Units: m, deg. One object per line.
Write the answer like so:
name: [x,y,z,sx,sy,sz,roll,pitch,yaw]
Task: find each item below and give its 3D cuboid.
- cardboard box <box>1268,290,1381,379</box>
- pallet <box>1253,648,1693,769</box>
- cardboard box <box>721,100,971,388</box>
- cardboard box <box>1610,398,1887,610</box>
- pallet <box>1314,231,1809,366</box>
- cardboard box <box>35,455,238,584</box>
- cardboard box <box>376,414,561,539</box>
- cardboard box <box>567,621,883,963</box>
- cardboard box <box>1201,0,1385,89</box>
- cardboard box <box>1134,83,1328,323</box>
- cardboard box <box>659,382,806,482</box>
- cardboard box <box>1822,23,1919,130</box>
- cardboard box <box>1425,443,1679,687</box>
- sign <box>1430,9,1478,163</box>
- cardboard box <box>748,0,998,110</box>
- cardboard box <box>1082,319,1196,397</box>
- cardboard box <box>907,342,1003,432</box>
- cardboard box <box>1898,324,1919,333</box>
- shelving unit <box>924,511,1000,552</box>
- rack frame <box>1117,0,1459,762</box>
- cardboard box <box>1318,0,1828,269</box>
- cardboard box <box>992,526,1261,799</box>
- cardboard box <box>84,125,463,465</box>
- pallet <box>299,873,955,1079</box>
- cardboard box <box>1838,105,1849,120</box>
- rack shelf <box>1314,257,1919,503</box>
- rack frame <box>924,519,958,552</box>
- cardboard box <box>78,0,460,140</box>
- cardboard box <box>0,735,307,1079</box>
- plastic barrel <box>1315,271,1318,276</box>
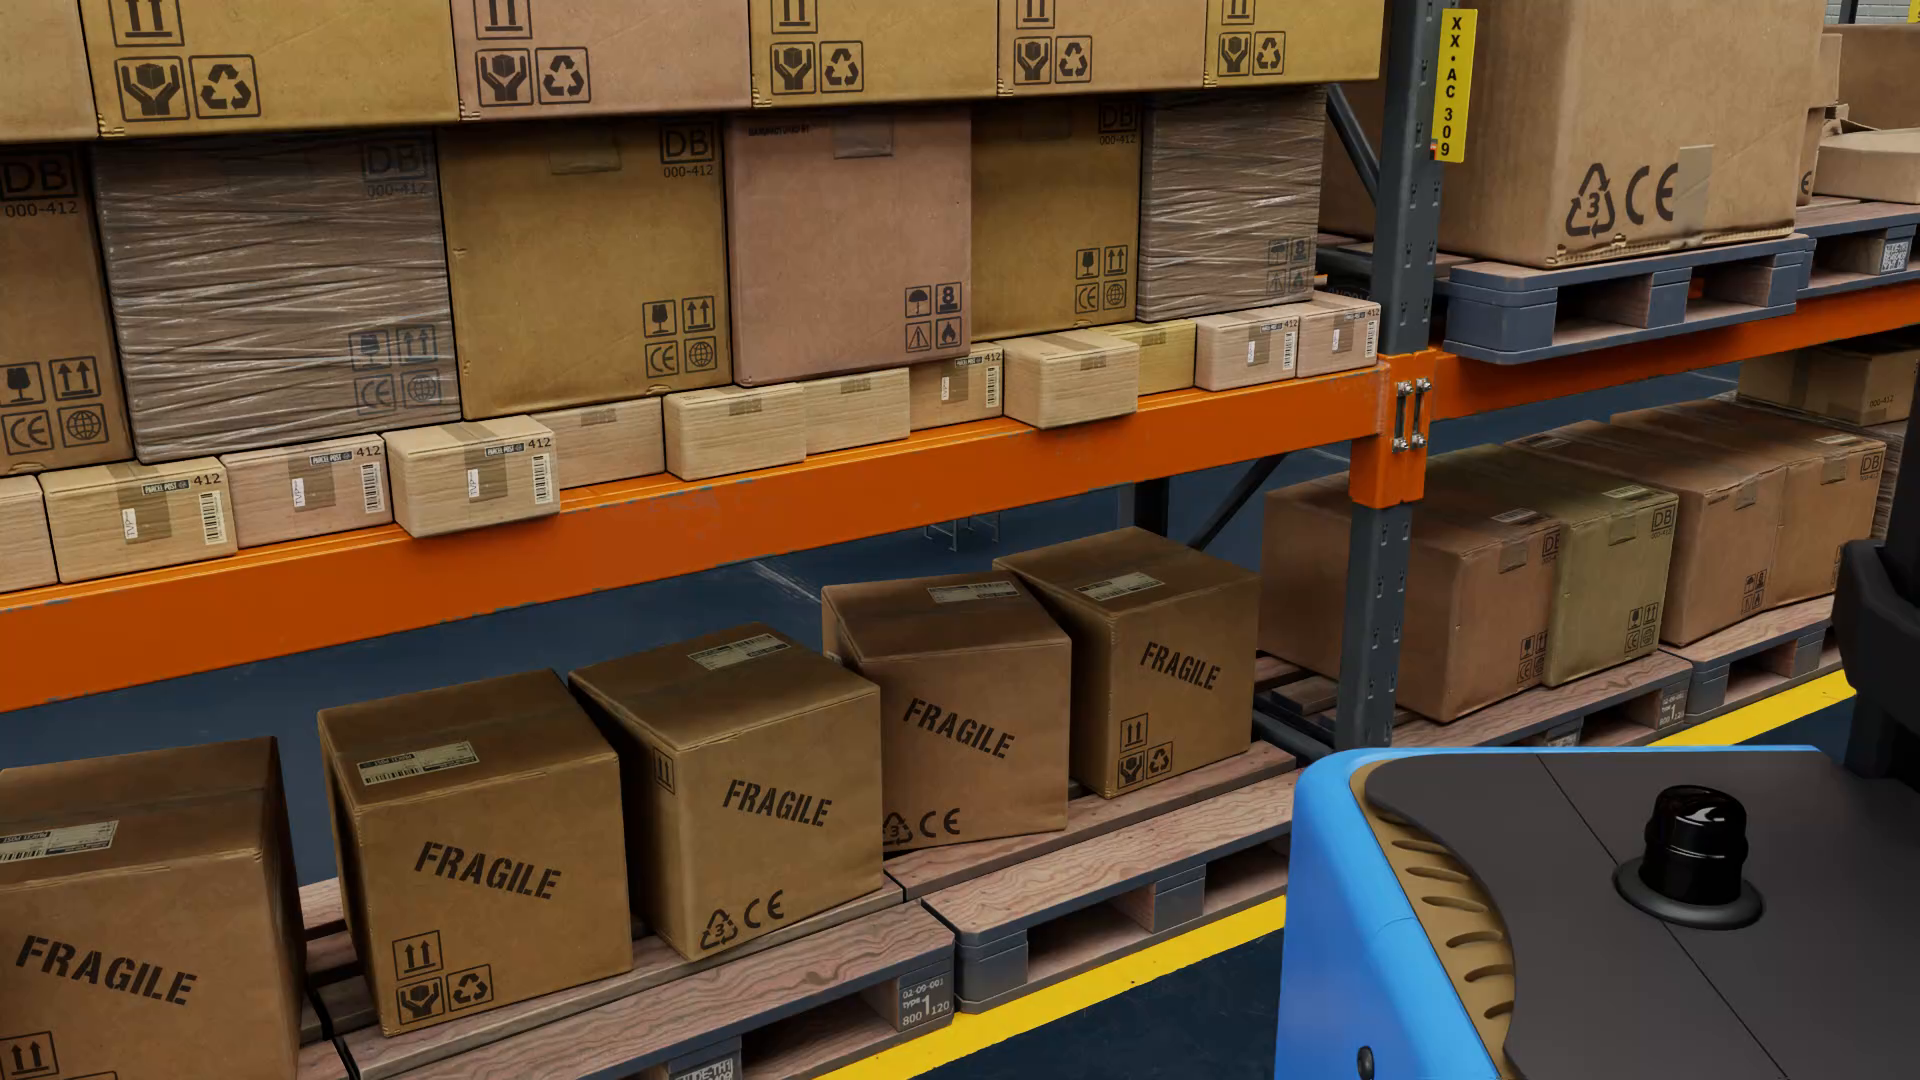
cardboard box: [0.768,-0.505,3.946,0.250,0.149,0.380,-12,22,-31]
pallet: [1.435,0.443,5.104,1.213,0.211,1.003,-12,22,-31]
cardboard box: [-0.423,-0.672,3.428,0.500,0.500,0.875,-12,22,-31]
cardboard box: [2.652,-0.143,5.699,0.500,0.500,0.700,-10,21,-27]
pallet: [1.504,-0.745,4.564,1.213,0.211,1.003,-12,22,-31]
cardboard box: [-1.340,-0.074,2.671,0.250,0.149,0.380,-12,22,-31]
cardboard box: [-0.880,-0.141,2.871,0.250,0.149,0.380,-12,22,-31]
cardboard box: [-0.520,0.538,3.717,0.500,0.500,0.500,-14,23,-36]
cardboard box: [0.561,-1.249,3.574,0.500,0.500,0.500,-12,22,-31]
cardboard box: [0.376,-0.866,4.001,0.500,0.500,0.875,-12,22,-31]
cardboard box: [-0.493,-0.244,3.176,0.250,0.149,0.380,-12,22,-31]
cardboard box: [3.286,-1.460,5.568,0.500,0.500,0.700,-8,20,-23]
cardboard box: [1.719,0.054,5.117,0.500,0.500,0.700,-12,22,-32]
sign: [1.090,-1.006,3.686,0.005,0.325,0.100,-12,22,-31]
cardboard box: [-0.274,-1.073,3.053,0.500,0.500,0.500,-12,22,-31]
cardboard box: [0.312,-0.435,3.741,0.250,0.149,0.380,-12,22,-31]
cardboard box: [-0.117,-0.353,3.496,0.250,0.149,0.380,-12,22,-31]
cardboard box: [3.583,-0.698,6.171,0.500,0.250,0.500,-11,22,-29]
shelving unit: [0.007,-0.428,6.605,0.210,0.900,0.258,-12,22,-31]
rack frame: [0.786,-0.740,4.250,0.127,3.000,1.000,-12,22,-31]
cardboard box: [1.526,-1.326,4.390,1.000,1.000,1.000,-12,22,-31]
cardboard box: [0.429,0.305,4.407,0.500,0.500,0.500,-13,22,-33]
cardboard box: [-1.288,-0.510,2.949,0.500,0.500,0.875,-12,22,-31]
pallet: [-0.776,0.925,3.680,1.213,0.211,1.003,-12,22,-31]
cardboard box: [2.600,-1.339,5.600,0.500,0.250,0.500,-13,22,-33]
rack shelf: [2.456,-0.752,5.408,4.000,0.370,1.077,-12,22,-31]
rack frame: [-0.078,-0.410,6.552,0.006,0.900,0.240,-12,22,-31]
cardboard box: [-1.108,-0.896,2.530,0.500,0.500,0.500,-12,22,-31]
cardboard box: [-1.544,0.730,3.150,0.500,0.500,0.500,-6,20,-17]
plastic barrel: [2.224,-2.004,11.218,0.421,0.512,0.421,0,19,0]
